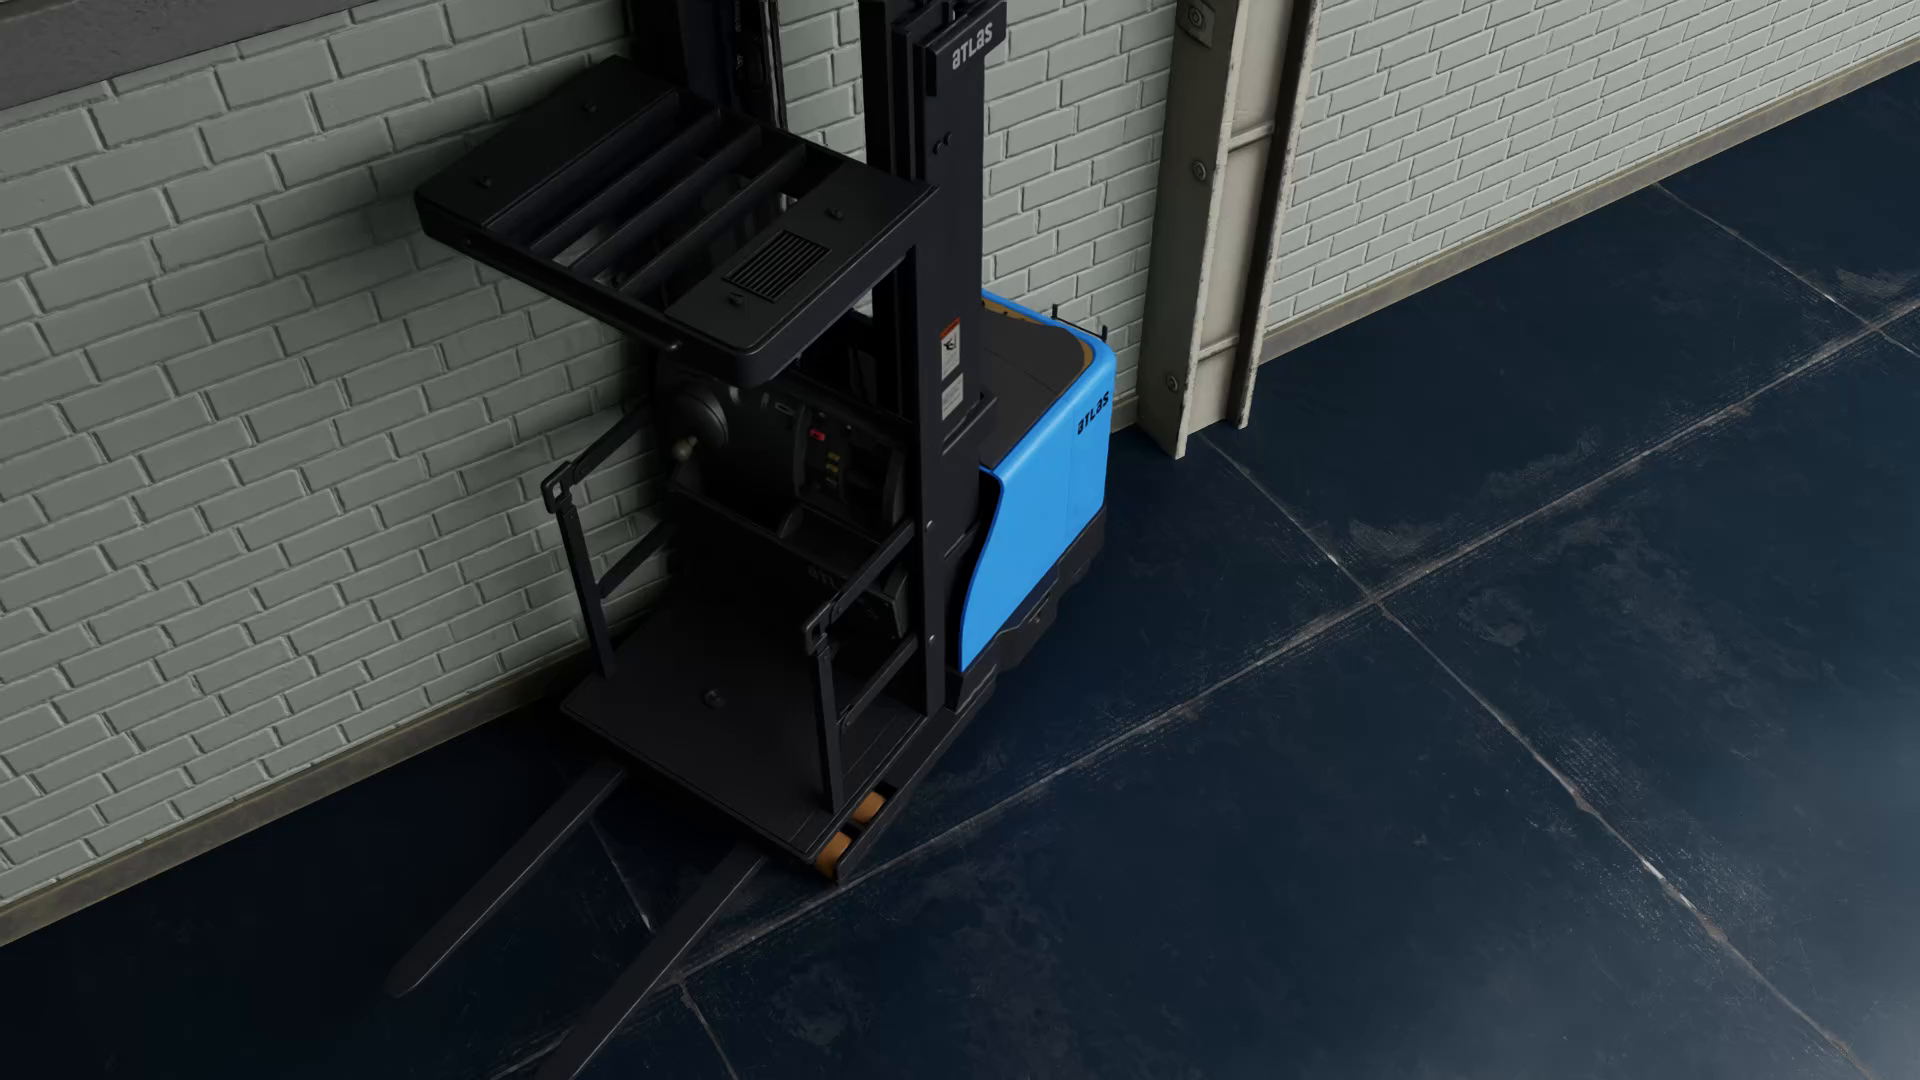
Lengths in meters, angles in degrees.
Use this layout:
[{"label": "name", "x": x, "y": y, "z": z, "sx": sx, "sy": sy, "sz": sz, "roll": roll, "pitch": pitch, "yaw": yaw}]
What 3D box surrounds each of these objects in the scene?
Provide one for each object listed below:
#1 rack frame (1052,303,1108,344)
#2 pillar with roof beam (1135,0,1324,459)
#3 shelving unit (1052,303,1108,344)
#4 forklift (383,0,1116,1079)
[{"label": "rack frame", "x": 0.451, "y": -0.545, "z": 6.578, "sx": 0.240, "sy": 0.900, "sz": 0.006, "roll": 27, "pitch": 54, "yaw": 22}, {"label": "pillar with roof beam", "x": 3.286, "y": -0.786, "z": 1.370, "sx": 0.400, "sy": 9.000, "sz": 9.100, "roll": -25, "pitch": 53, "yaw": -21}, {"label": "shelving unit", "x": 0.394, "y": -0.482, "z": 6.522, "sx": 0.258, "sy": 0.900, "sz": 0.210, "roll": 27, "pitch": 54, "yaw": 22}, {"label": "forklift", "x": -0.671, "y": -0.232, "z": 4.939, "sx": 1.130, "sy": 2.935, "sz": 3.031, "roll": 27, "pitch": 54, "yaw": 22}]
